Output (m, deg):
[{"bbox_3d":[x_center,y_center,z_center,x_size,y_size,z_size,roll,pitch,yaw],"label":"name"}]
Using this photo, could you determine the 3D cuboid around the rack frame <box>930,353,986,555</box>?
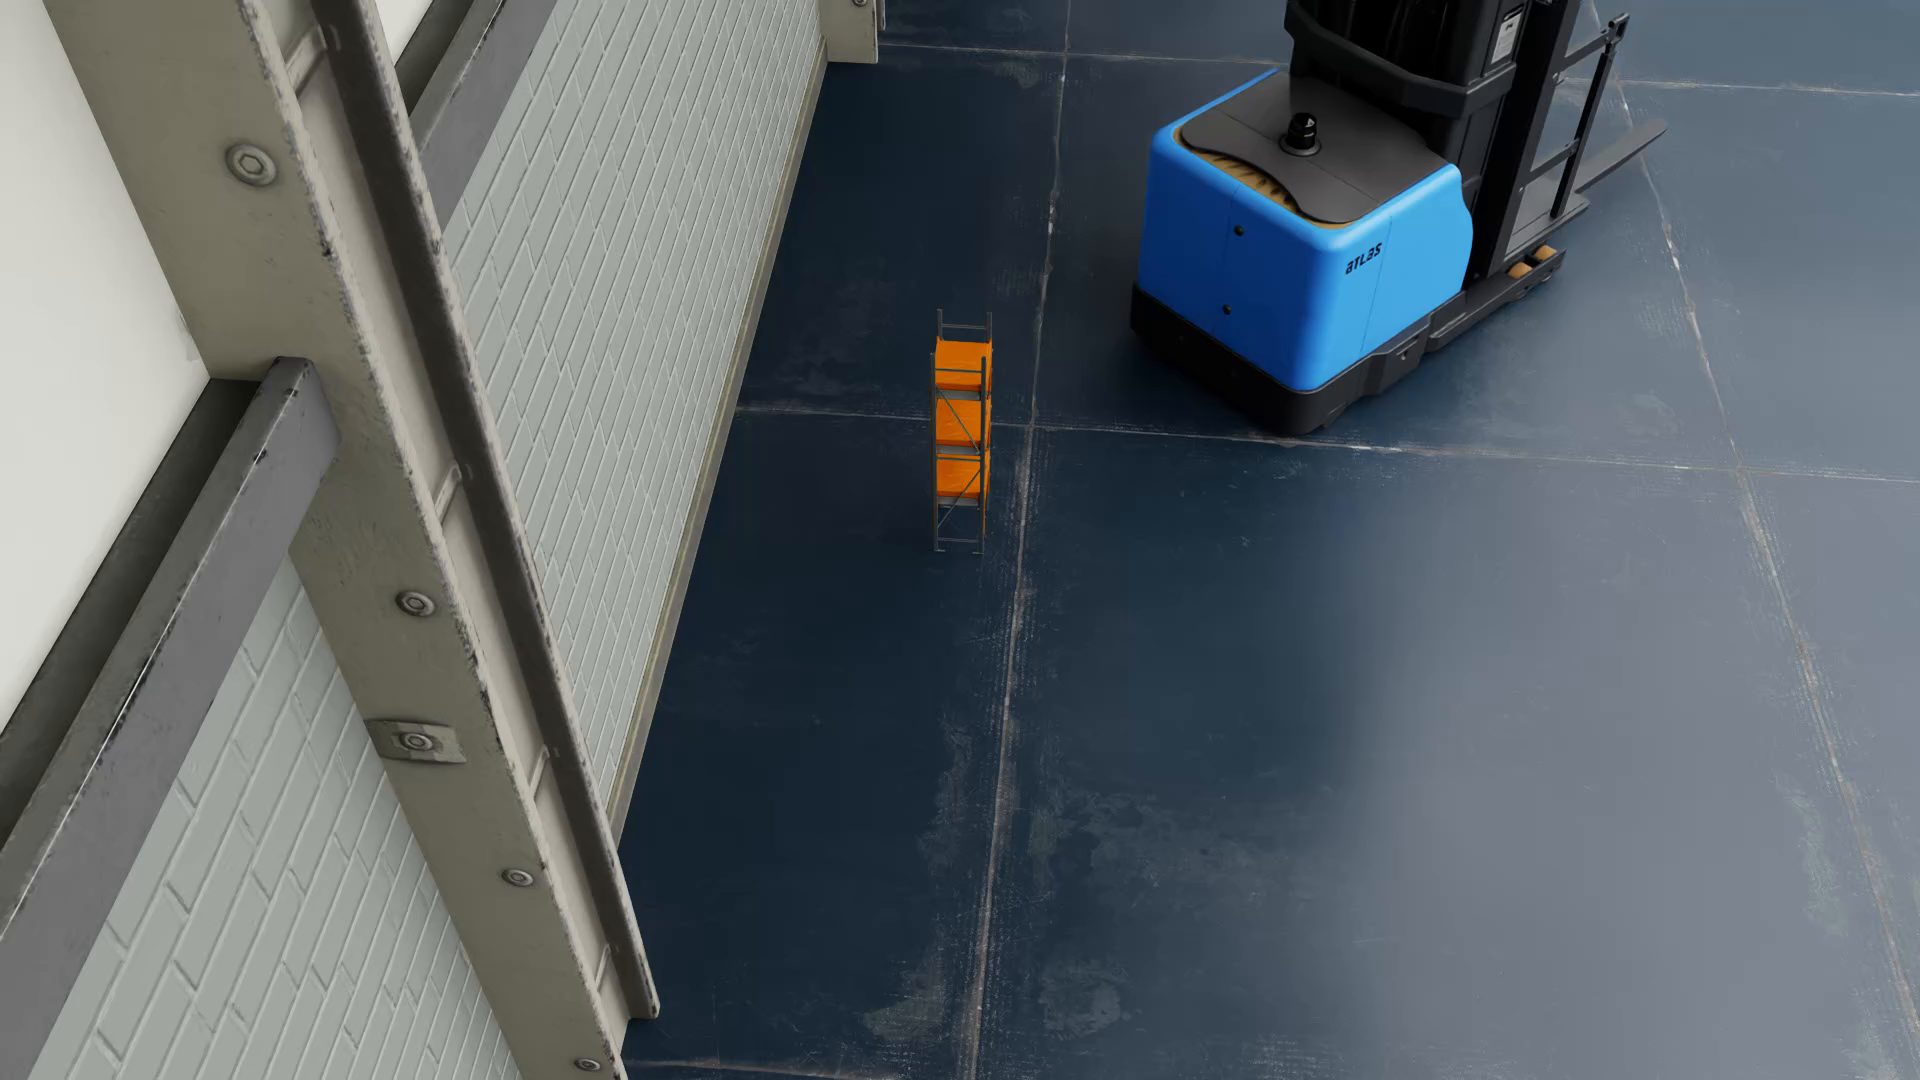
[{"bbox_3d":[-0.006,-0.304,6.317,0.200,1.050,0.008,4,48,4],"label":"rack frame"}]

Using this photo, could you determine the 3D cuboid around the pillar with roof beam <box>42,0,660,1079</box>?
[{"bbox_3d":[3.146,-1.116,1.672,9.100,9.000,0.400,4,48,4],"label":"pillar with roof beam"}]

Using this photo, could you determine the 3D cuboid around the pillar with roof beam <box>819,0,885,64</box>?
[{"bbox_3d":[3.693,-5.525,5.705,9.100,9.000,0.400,4,48,4],"label":"pillar with roof beam"}]

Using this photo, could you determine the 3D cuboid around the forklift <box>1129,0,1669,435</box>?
[{"bbox_3d":[2.210,-2.381,6.942,3.031,2.935,1.130,-33,55,-26],"label":"forklift"}]

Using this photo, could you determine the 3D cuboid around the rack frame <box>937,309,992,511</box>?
[{"bbox_3d":[0.016,-0.483,6.481,0.200,1.050,0.008,4,48,4],"label":"rack frame"}]

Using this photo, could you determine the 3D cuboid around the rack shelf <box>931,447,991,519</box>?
[{"bbox_3d":[0.005,-0.199,6.611,0.215,0.259,0.240,4,48,4],"label":"rack shelf"}]

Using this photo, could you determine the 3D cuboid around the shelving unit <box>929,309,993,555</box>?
[{"bbox_3d":[0.005,-0.394,6.399,0.215,1.050,0.252,4,48,4],"label":"shelving unit"}]

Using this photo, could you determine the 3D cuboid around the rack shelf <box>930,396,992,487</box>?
[{"bbox_3d":[0.005,-0.386,6.406,0.215,0.259,0.240,4,48,4],"label":"rack shelf"}]

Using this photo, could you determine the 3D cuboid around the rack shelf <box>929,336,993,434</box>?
[{"bbox_3d":[0.005,-0.578,6.197,0.215,0.259,0.240,4,48,4],"label":"rack shelf"}]
